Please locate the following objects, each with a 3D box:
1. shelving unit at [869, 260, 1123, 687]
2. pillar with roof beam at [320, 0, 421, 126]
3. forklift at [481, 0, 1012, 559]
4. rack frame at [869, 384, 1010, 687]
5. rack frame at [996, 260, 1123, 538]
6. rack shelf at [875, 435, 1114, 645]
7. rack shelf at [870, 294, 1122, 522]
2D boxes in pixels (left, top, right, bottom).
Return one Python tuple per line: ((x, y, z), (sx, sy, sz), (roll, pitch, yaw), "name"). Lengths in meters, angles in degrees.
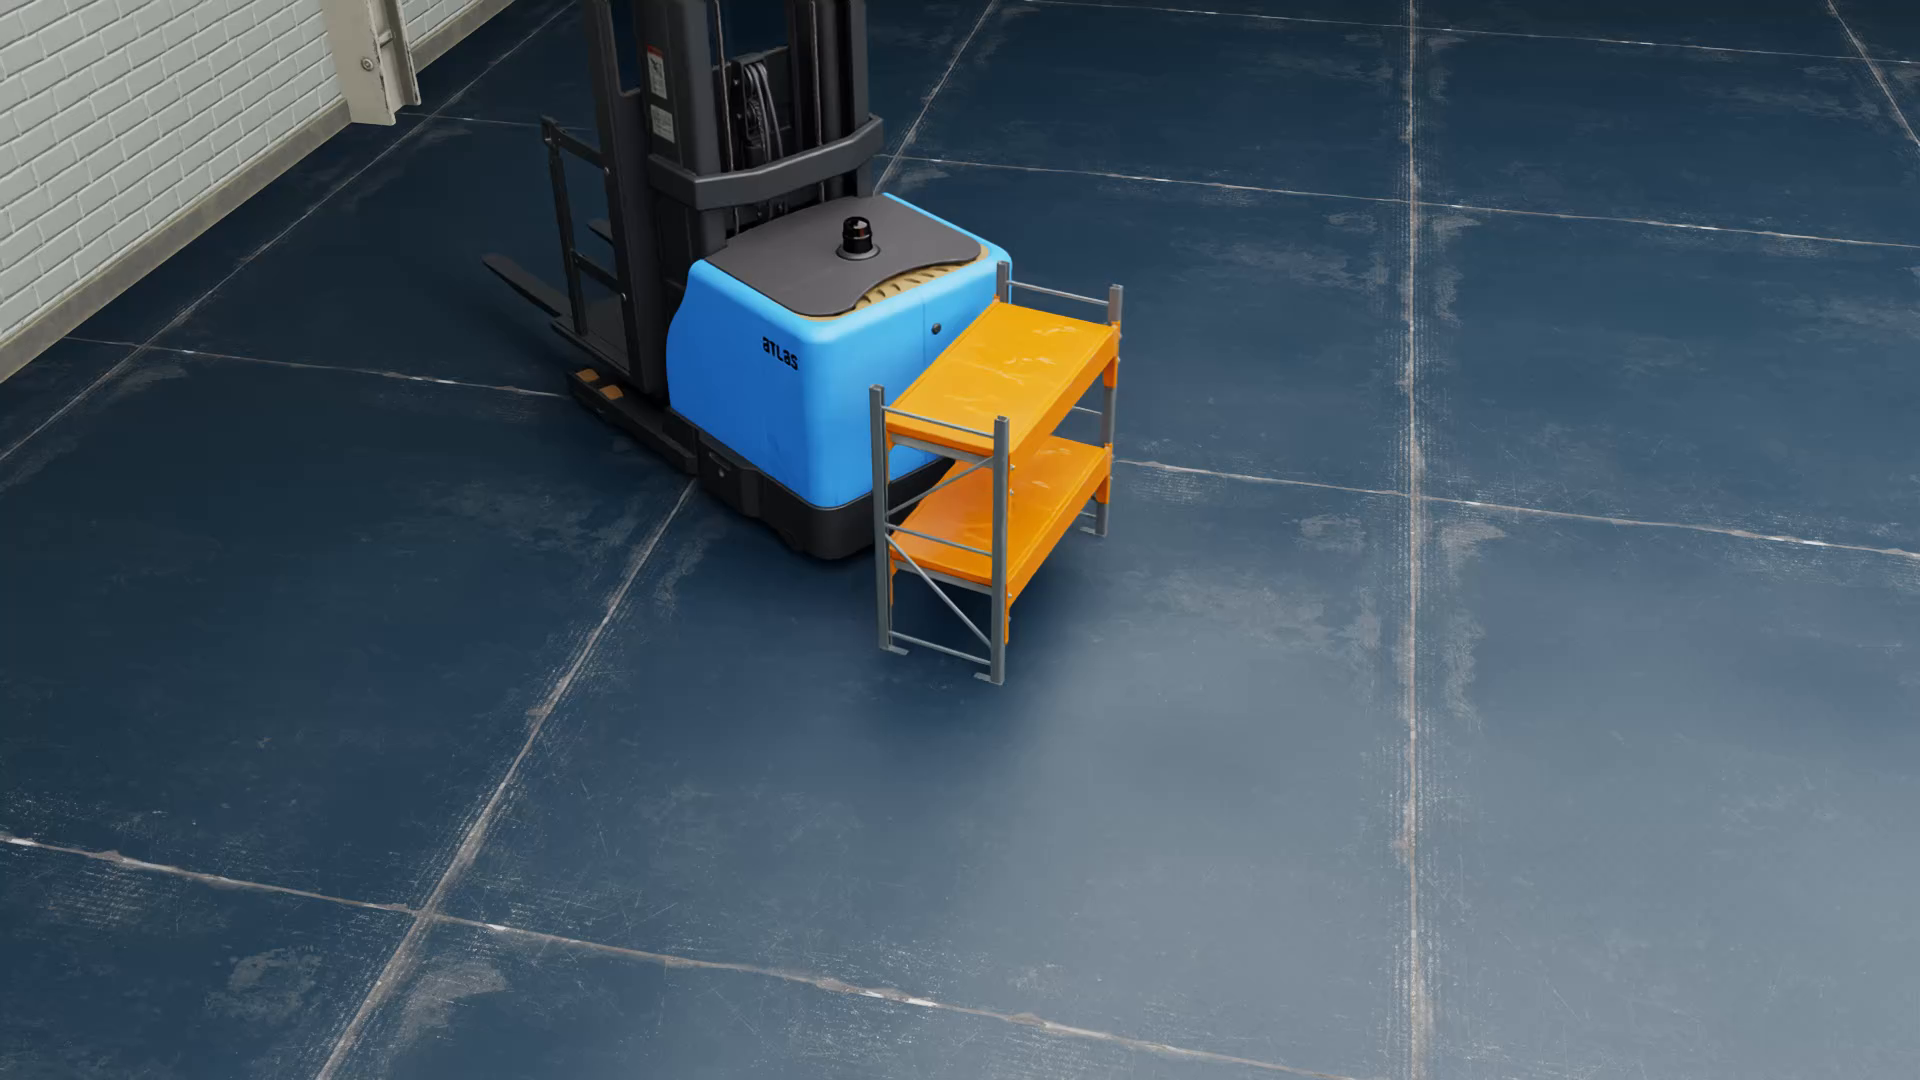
((0.149, -0.265, 6.158), (0.538, 1.125, 1.048), (16, 39, 20), "shelving unit")
((0.583, -5.801, 7.085), (9.100, 9.000, 0.400), (7, 37, 10), "pillar with roof beam")
((-1.139, -1.892, 6.863), (1.130, 2.935, 3.031), (-28, 44, -33), "forklift")
((-0.071, 0.004, 5.787), (0.500, 1.125, 0.032), (16, 39, 20), "rack frame")
((0.369, -0.534, 6.529), (0.500, 1.125, 0.032), (16, 39, 20), "rack frame")
((0.149, -0.067, 6.301), (0.538, 0.278, 1.000), (16, 39, 20), "rack shelf")
((0.149, -0.502, 5.986), (0.538, 0.278, 1.000), (16, 39, 20), "rack shelf")
